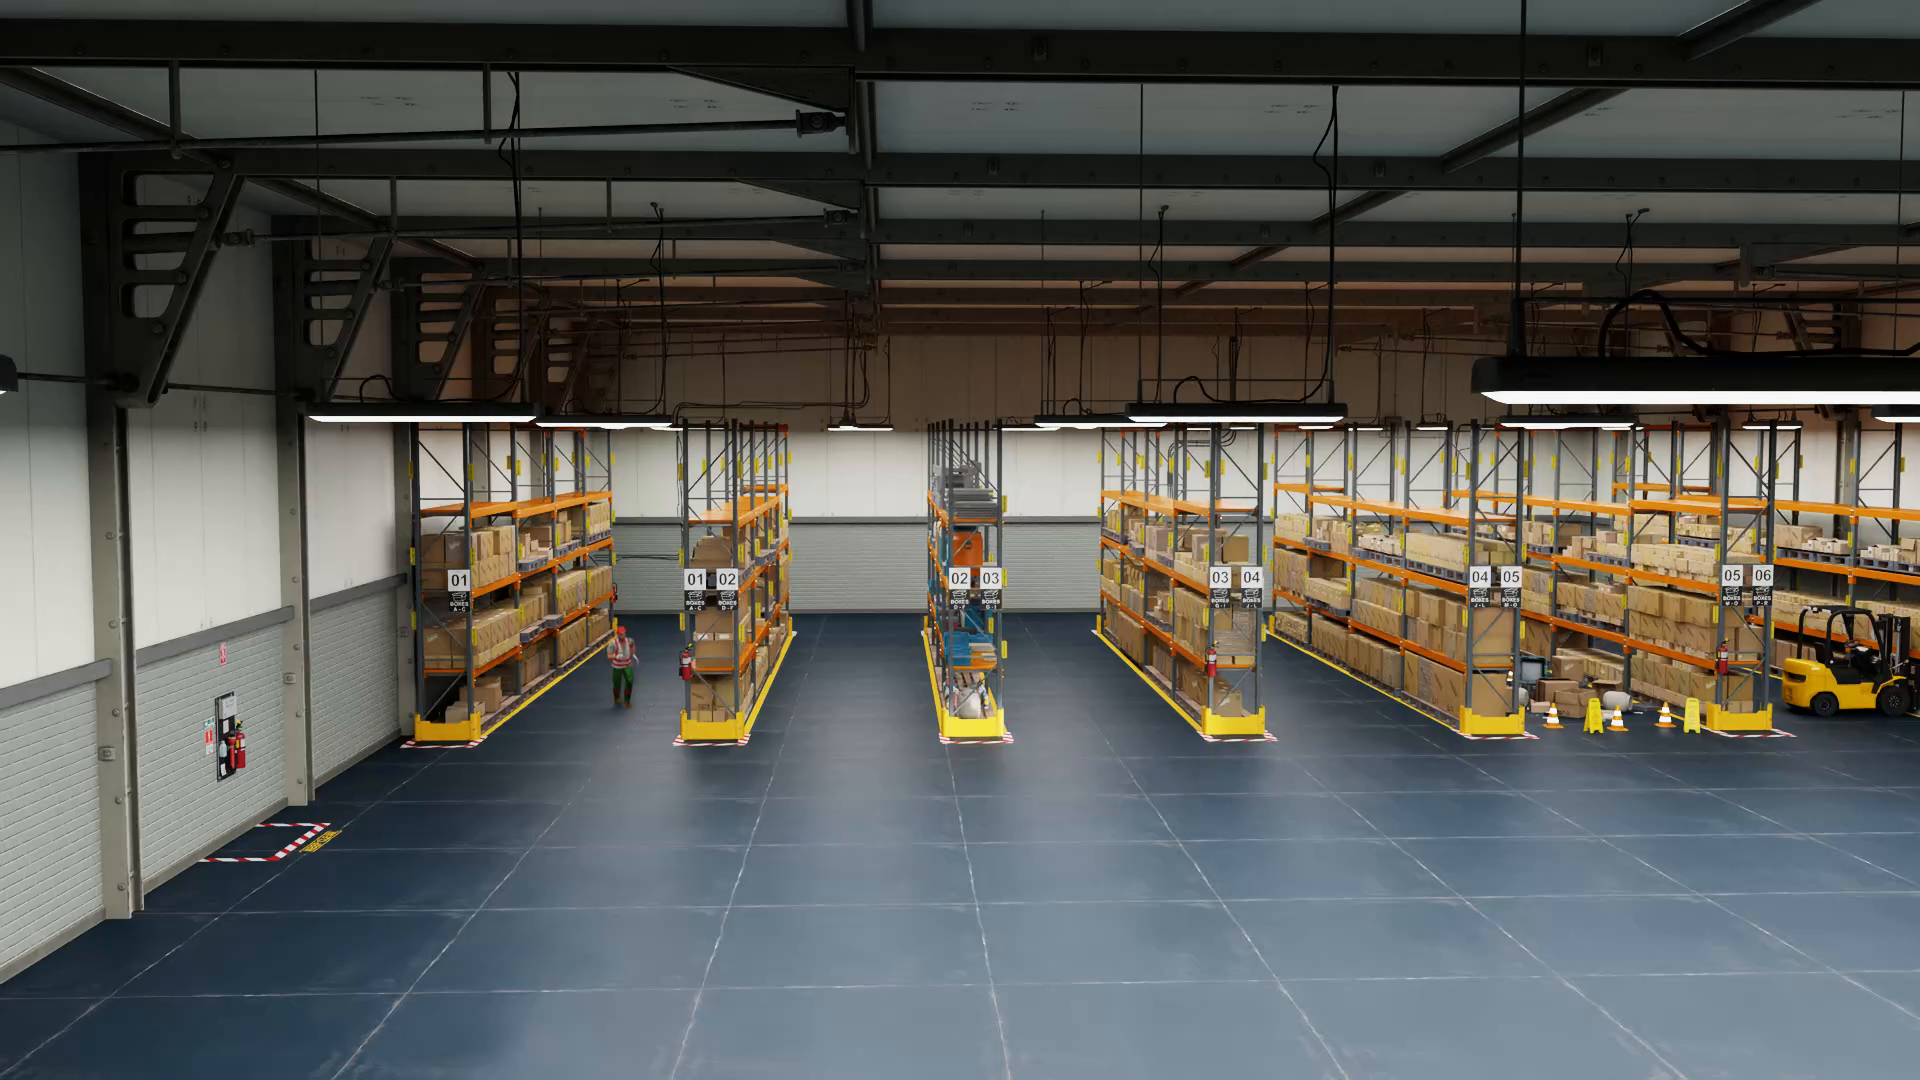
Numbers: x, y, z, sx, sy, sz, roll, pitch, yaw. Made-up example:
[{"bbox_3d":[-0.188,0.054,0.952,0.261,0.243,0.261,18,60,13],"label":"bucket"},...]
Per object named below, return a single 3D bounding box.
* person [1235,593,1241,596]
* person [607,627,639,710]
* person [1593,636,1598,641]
[{"bbox_3d":[7.782,1.796,47.878,0.746,1.787,0.729,2,4,27],"label":"person"},{"bbox_3d":[-7.010,2.648,34.584,0.684,1.738,0.981,-1,4,-21],"label":"person"},{"bbox_3d":[16.997,2.025,45.073,0.574,1.647,0.850,-1,4,-20],"label":"person"}]
